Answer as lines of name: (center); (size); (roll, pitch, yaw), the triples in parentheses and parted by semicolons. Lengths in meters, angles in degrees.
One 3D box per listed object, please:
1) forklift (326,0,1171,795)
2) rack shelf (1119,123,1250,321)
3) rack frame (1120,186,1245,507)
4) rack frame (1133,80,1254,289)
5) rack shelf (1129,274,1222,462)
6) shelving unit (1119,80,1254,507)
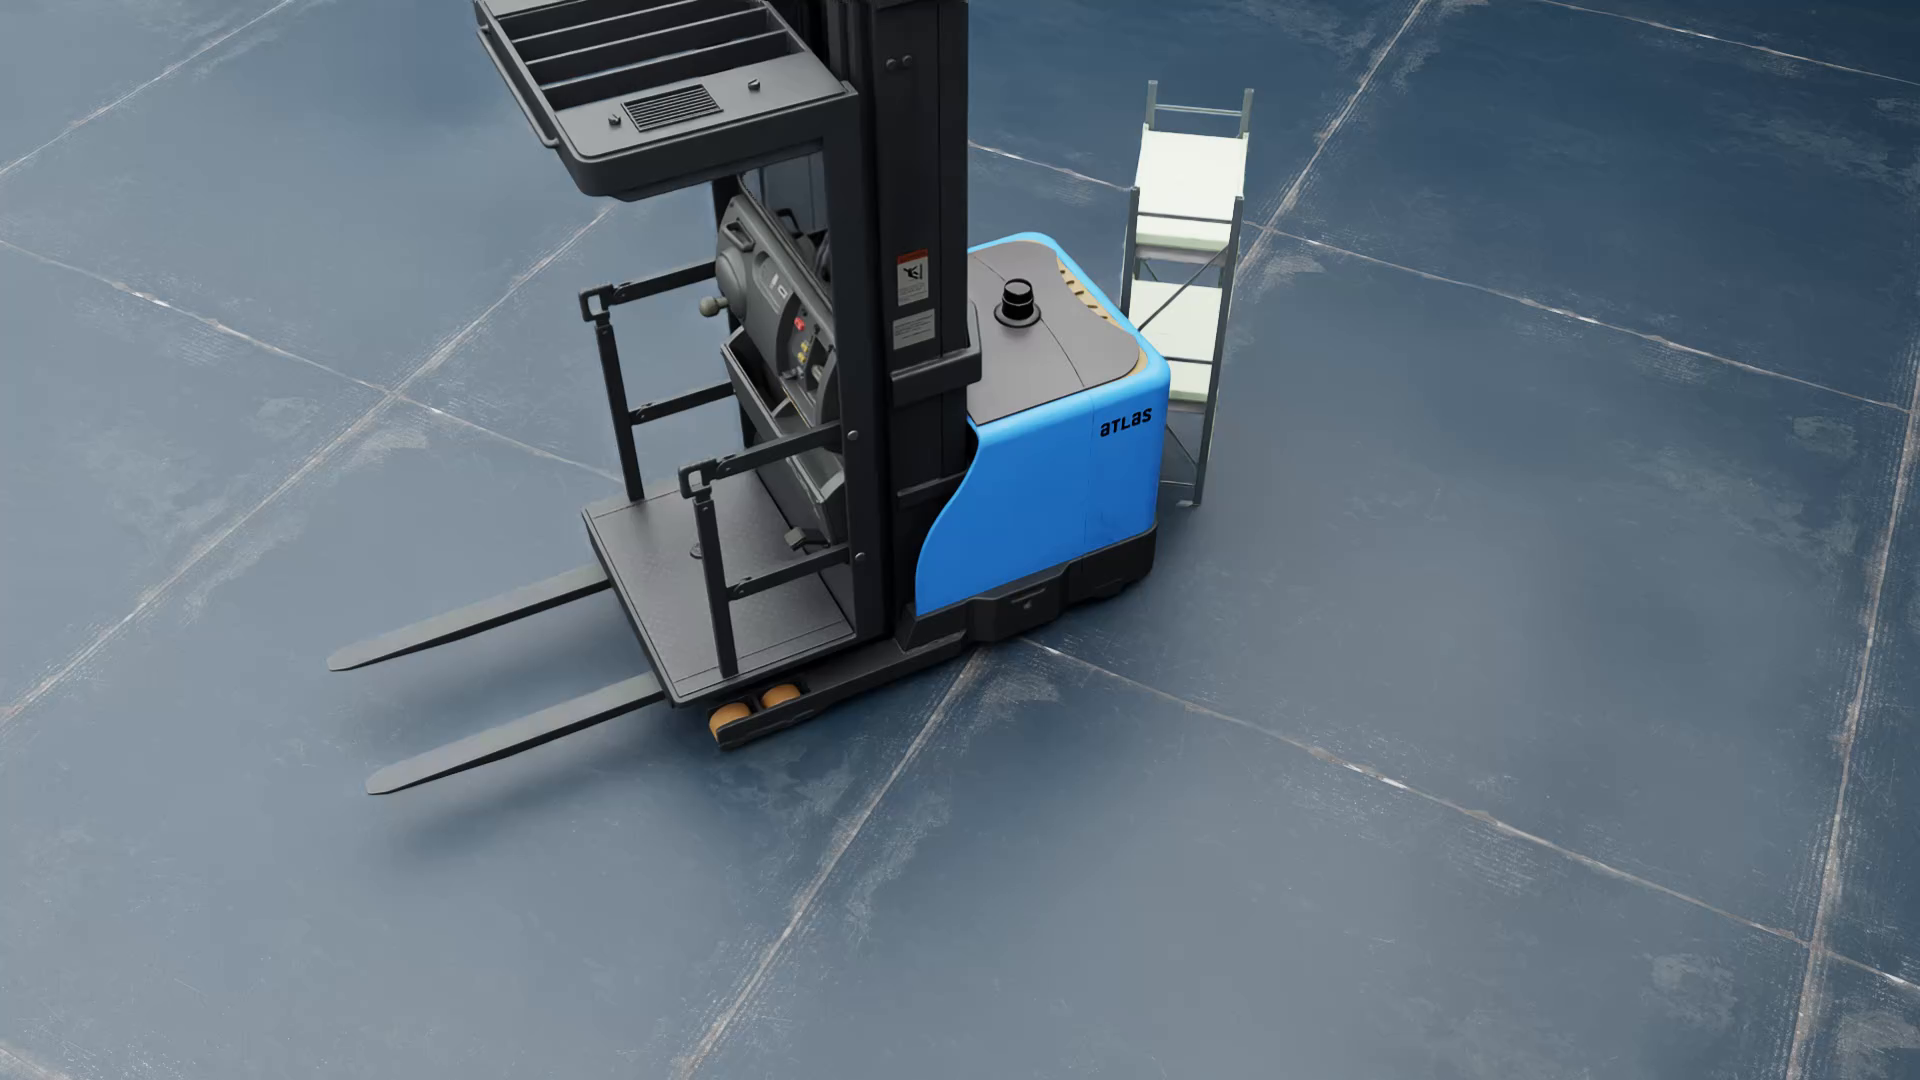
forklift: (-0.789, -0.713, 5.394); (3.031, 2.935, 1.130); (-20, 49, -18)
rack shelf: (0.861, -1.225, 6.357); (0.431, 0.370, 0.720); (7, 46, 7)
rack frame: (0.800, -0.694, 6.381); (0.400, 1.500, 0.023); (7, 46, 7)
rack frame: (0.921, -1.207, 6.889); (0.400, 1.500, 0.023); (7, 46, 7)
rack shelf: (0.861, -0.721, 6.867); (0.431, 0.370, 0.720); (7, 46, 7)
shelving unit: (0.861, -0.950, 6.635); (0.431, 1.500, 0.755); (7, 46, 7)
